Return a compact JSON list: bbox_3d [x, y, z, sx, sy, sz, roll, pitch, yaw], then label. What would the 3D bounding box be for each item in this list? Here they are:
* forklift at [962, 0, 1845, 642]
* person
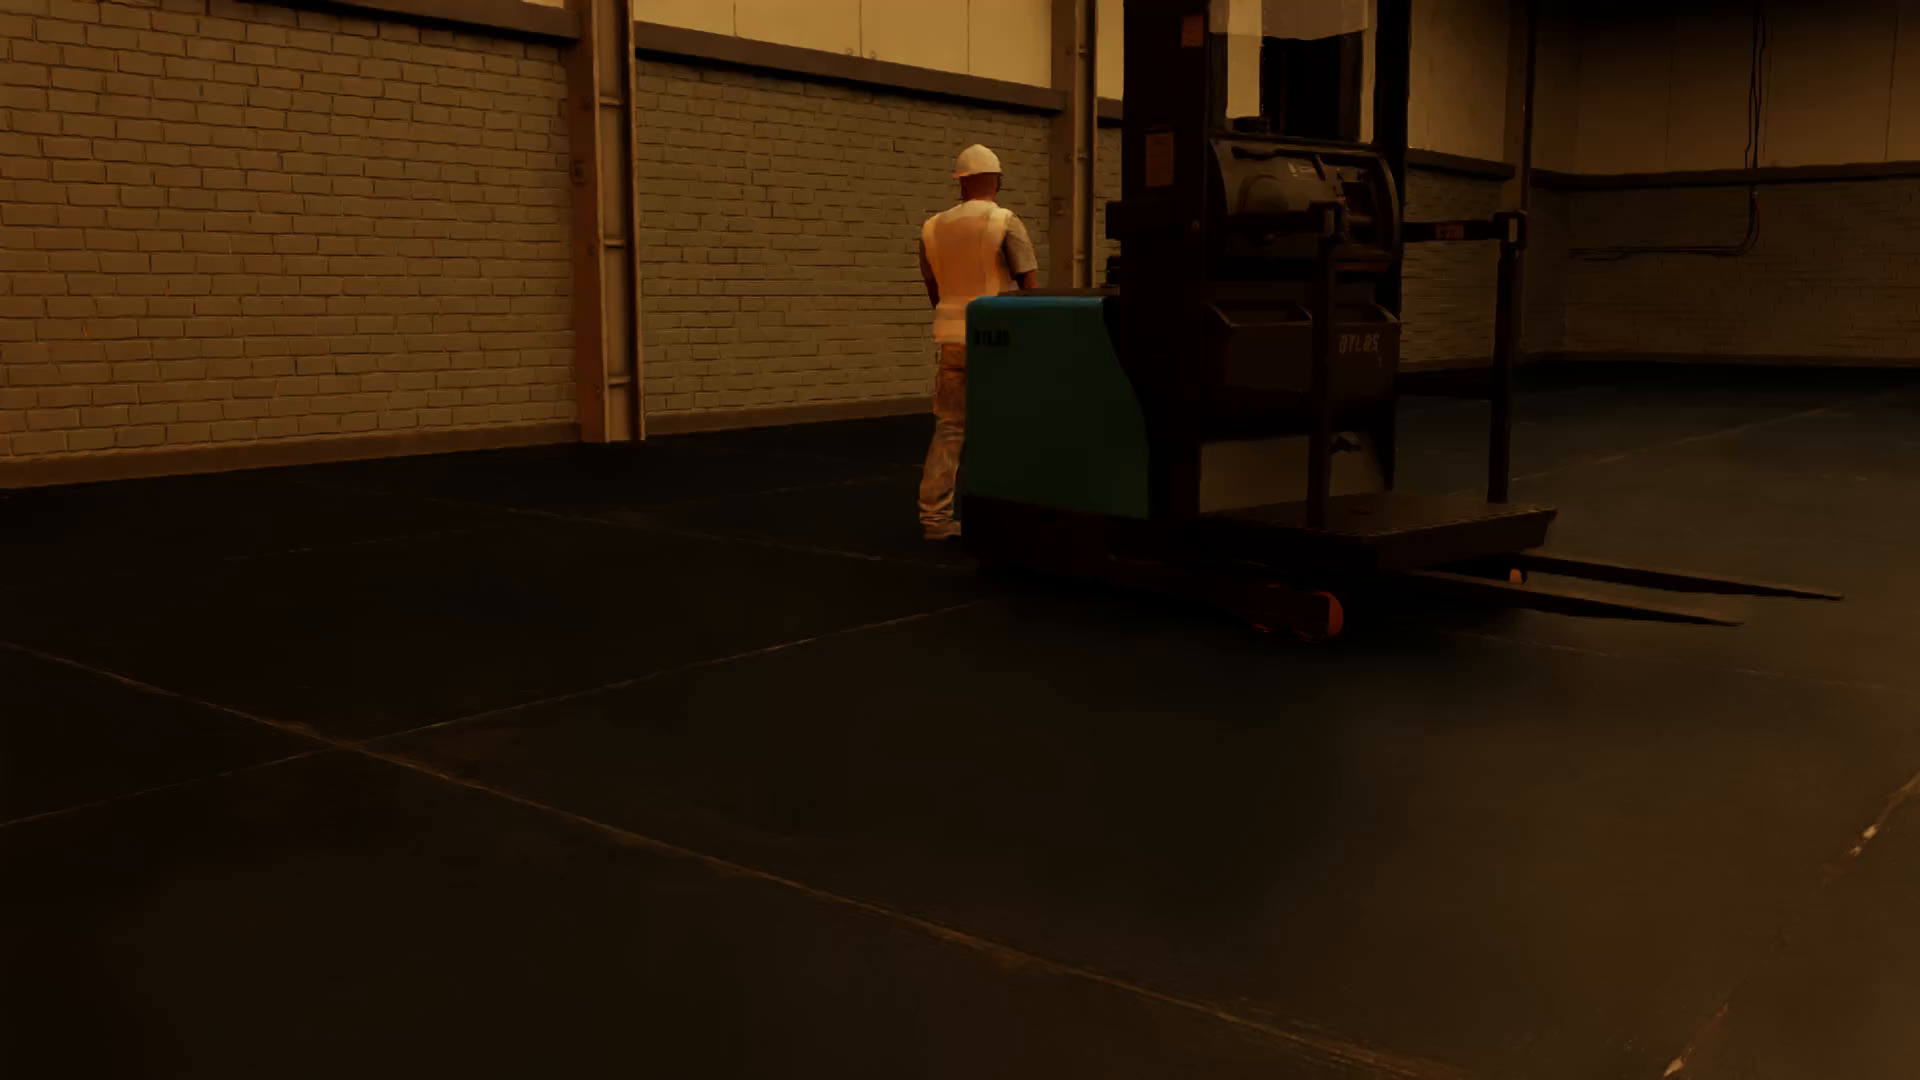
[{"bbox_3d":[1.330,-1.210,5.553,1.130,2.935,3.031,-7,11,-39],"label":"forklift"},{"bbox_3d":[0.175,-0.901,7.561,0.723,1.738,0.872,5,10,29],"label":"person"}]
